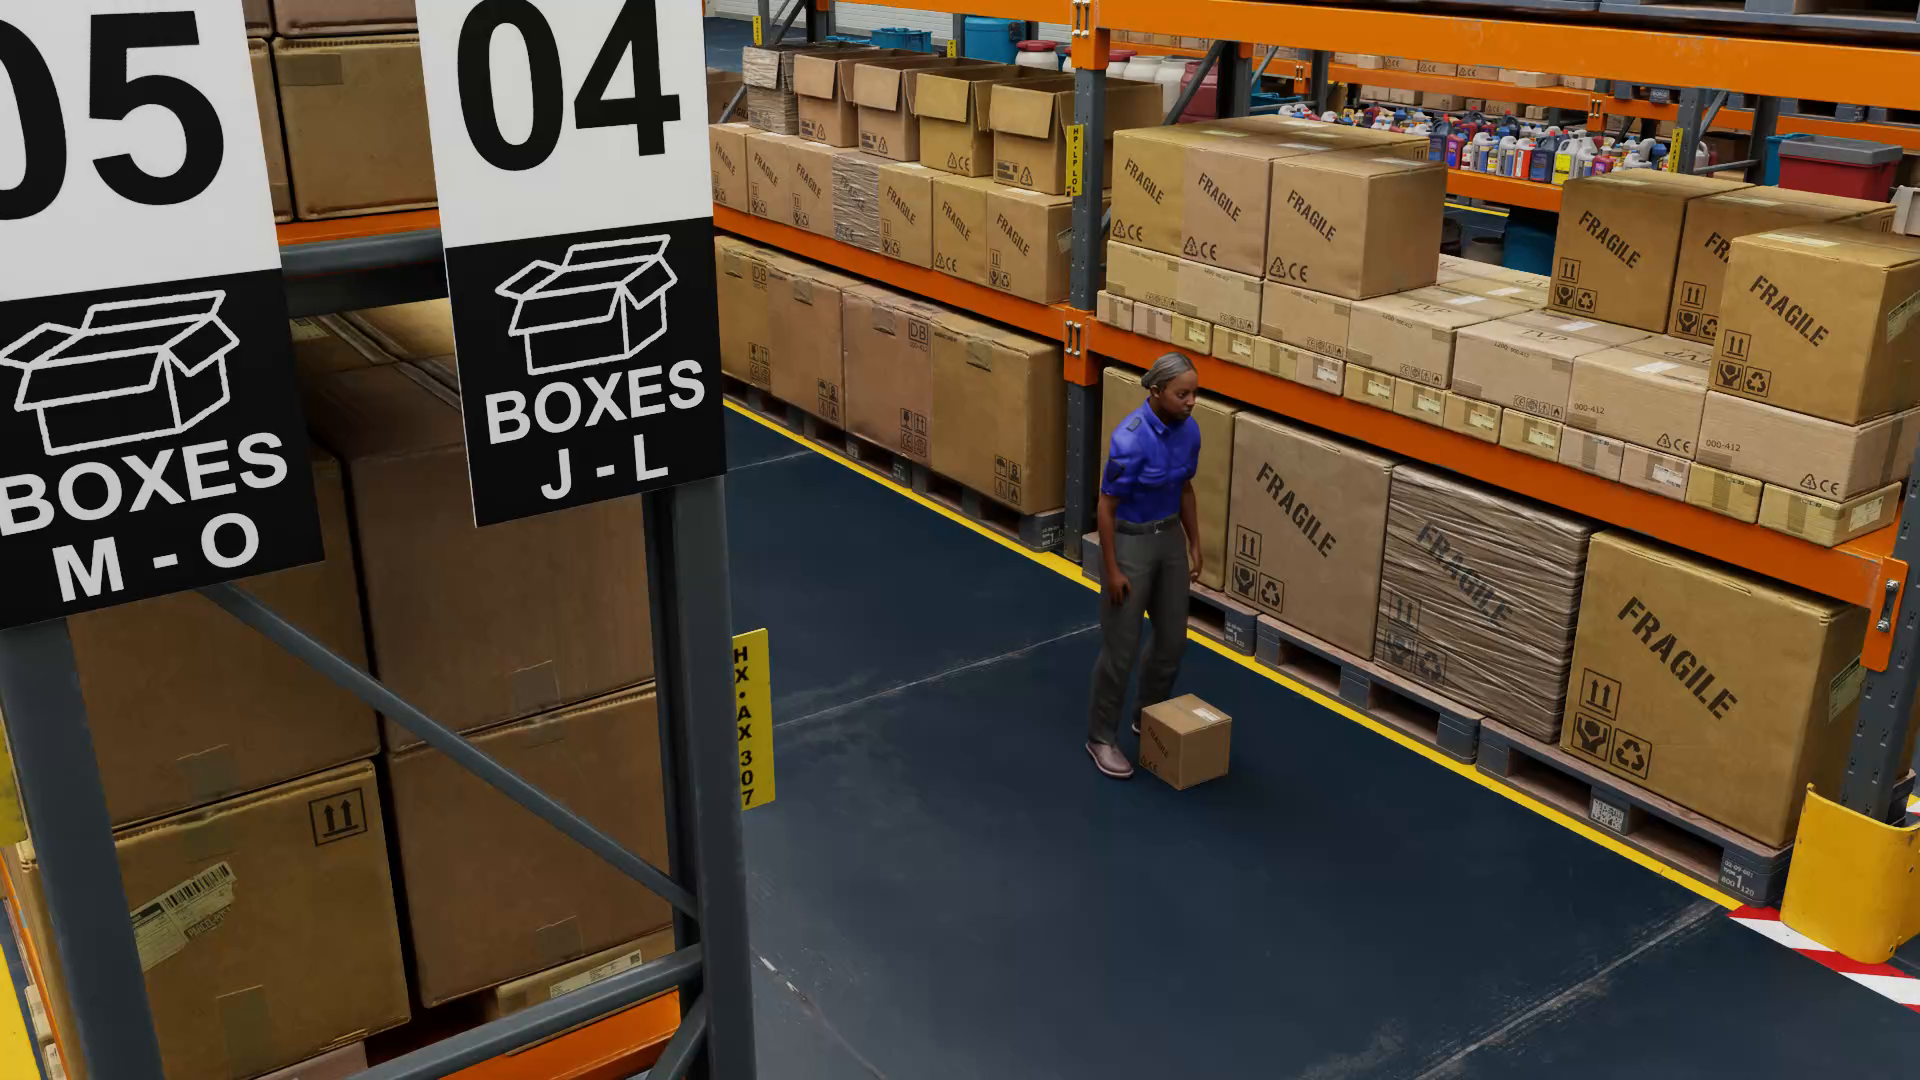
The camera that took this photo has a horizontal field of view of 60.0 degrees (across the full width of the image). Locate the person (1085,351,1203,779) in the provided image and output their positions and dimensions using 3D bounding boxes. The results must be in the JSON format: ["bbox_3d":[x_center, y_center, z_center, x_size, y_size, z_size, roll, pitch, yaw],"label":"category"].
[{"bbox_3d":[0.723,0.071,6.412,0.530,1.656,0.347,-16,27,-35],"label":"person"}]
